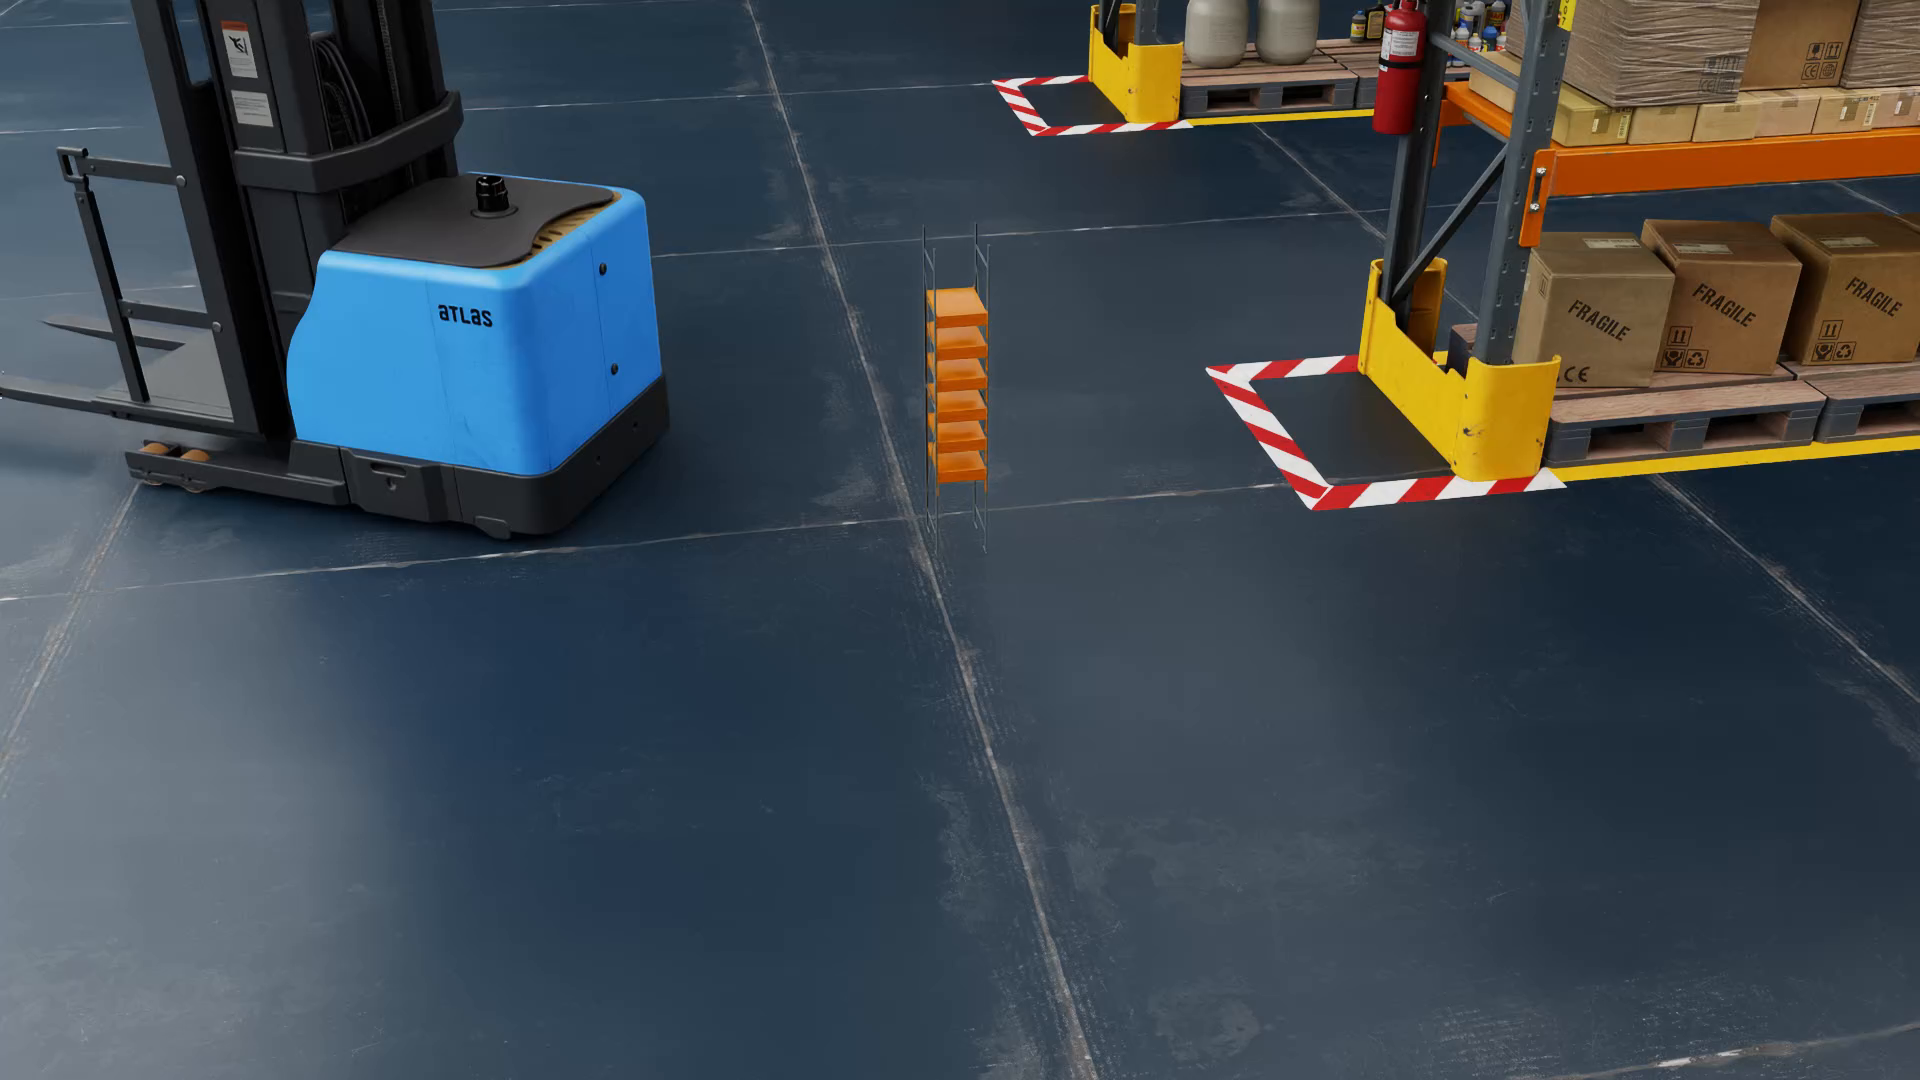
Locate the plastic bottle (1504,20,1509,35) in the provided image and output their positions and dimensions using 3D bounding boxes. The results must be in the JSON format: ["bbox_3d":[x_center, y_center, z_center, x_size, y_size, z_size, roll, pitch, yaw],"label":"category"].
[{"bbox_3d":[3.796,-3.408,11.340,0.135,0.276,0.152,-5,31,-8],"label":"plastic bottle"}]

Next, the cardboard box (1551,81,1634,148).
[{"bbox_3d":[2.326,-1.619,6.292,0.250,0.149,0.380,-5,31,-9],"label":"cardboard box"}]

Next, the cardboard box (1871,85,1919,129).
[{"bbox_3d":[3.554,-1.737,6.492,0.250,0.149,0.380,-5,31,-9],"label":"cardboard box"}]

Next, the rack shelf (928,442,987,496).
[{"bbox_3d":[-0.014,-0.271,6.088,0.180,0.103,0.258,-5,31,-9],"label":"rack shelf"}]

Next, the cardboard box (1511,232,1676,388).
[{"bbox_3d":[2.620,-0.972,6.996,0.500,0.500,0.500,0,30,0],"label":"cardboard box"}]

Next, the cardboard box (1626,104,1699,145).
[{"bbox_3d":[2.575,-1.632,6.315,0.250,0.149,0.380,-5,31,-9],"label":"cardboard box"}]

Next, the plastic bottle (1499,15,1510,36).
[{"bbox_3d":[3.777,-3.464,11.428,0.133,0.283,0.061,-5,31,-9],"label":"plastic bottle"}]

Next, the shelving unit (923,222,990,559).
[{"bbox_3d":[-0.014,-0.516,5.944,0.189,1.200,0.258,-5,31,-9],"label":"shelving unit"}]

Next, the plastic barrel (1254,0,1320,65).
[{"bbox_3d":[2.237,-3.542,11.355,0.421,0.512,0.421,0,30,0],"label":"plastic barrel"}]

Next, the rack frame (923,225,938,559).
[{"bbox_3d":[-0.104,-0.508,5.929,0.006,1.200,0.240,-5,31,-9],"label":"rack frame"}]

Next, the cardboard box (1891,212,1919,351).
[{"bbox_3d":[4.378,-1.120,7.248,0.500,0.500,0.500,-8,31,-13],"label":"cardboard box"}]

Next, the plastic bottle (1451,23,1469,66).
[{"bbox_3d":[3.385,-3.354,11.252,0.097,0.271,0.097,0,30,0],"label":"plastic bottle"}]

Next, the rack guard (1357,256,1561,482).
[{"bbox_3d":[2.077,-0.750,7.032,0.348,0.500,1.175,-5,31,-9],"label":"rack guard"}]

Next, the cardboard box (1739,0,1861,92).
[{"bbox_3d":[3.019,-2.134,6.527,0.500,0.500,0.875,-5,31,-9],"label":"cardboard box"}]

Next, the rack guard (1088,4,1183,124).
[{"bbox_3d":[1.177,-3.243,11.271,0.348,0.500,1.175,-5,31,-9],"label":"rack guard"}]

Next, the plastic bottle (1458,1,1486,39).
[{"bbox_3d":[3.624,-3.676,11.795,0.135,0.276,0.152,-5,31,-9],"label":"plastic bottle"}]

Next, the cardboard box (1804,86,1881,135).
[{"bbox_3d":[3.313,-1.700,6.430,0.250,0.149,0.380,-5,31,-9],"label":"cardboard box"}]

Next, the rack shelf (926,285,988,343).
[{"bbox_3d":[-0.014,-0.788,5.784,0.180,0.103,0.258,-5,31,-9],"label":"rack shelf"}]

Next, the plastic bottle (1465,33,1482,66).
[{"bbox_3d":[3.483,-3.333,11.285,0.097,0.201,0.097,0,30,0],"label":"plastic bottle"}]

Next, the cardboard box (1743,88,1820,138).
[{"bbox_3d":[3.066,-1.681,6.397,0.250,0.149,0.380,-5,31,-9],"label":"cardboard box"}]

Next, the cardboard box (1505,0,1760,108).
[{"bbox_3d":[2.548,-2.028,6.348,0.500,0.500,0.875,-5,31,-9],"label":"cardboard box"}]

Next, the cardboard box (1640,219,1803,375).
[{"bbox_3d":[3.202,-1.044,7.118,0.500,0.500,0.500,2,31,4],"label":"cardboard box"}]

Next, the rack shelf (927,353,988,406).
[{"bbox_3d":[-0.014,-0.581,5.905,0.180,0.103,0.258,-5,31,-9],"label":"rack shelf"}]

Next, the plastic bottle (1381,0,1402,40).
[{"bbox_3d":[3.091,-3.701,11.838,0.135,0.276,0.152,-5,31,-9],"label":"plastic bottle"}]

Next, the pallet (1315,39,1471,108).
[{"bbox_3d":[3.174,-3.299,11.653,1.213,0.211,1.003,-5,31,-9],"label":"pallet"}]

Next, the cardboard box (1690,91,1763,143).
[{"bbox_3d":[2.824,-1.648,6.341,0.250,0.149,0.380,-5,31,-9],"label":"cardboard box"}]

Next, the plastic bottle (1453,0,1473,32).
[{"bbox_3d":[3.572,-3.780,11.898,0.185,0.351,0.144,-6,31,-9],"label":"plastic bottle"}]

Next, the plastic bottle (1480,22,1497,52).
[{"bbox_3d":[3.585,-3.372,11.284,0.097,0.271,0.097,0,30,0],"label":"plastic bottle"}]

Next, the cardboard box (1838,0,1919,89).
[{"bbox_3d":[3.518,-2.158,6.568,0.500,0.500,0.875,-5,31,-9],"label":"cardboard box"}]

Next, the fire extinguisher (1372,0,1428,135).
[{"bbox_3d":[1.807,-2.006,6.779,0.183,0.674,0.296,-5,31,-9],"label":"fire extinguisher"}]

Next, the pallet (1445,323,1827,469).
[{"bbox_3d":[2.883,-0.682,7.201,1.213,0.211,1.003,-5,31,-9],"label":"pallet"}]

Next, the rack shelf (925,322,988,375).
[{"bbox_3d":[-0.014,-0.684,5.844,0.180,0.103,0.258,-5,31,-9],"label":"rack shelf"}]

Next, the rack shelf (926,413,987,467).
[{"bbox_3d":[-0.014,-0.374,6.027,0.180,0.103,0.258,-5,31,-9],"label":"rack shelf"}]

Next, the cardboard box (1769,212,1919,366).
[{"bbox_3d":[3.821,-1.092,7.199,0.500,0.500,0.500,-3,31,-4],"label":"cardboard box"}]

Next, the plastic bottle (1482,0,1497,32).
[{"bbox_3d":[3.821,-3.795,11.991,0.133,0.283,0.061,-4,31,-7],"label":"plastic bottle"}]

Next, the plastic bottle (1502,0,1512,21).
[{"bbox_3d":[3.991,-3.819,11.964,0.185,0.351,0.144,-7,31,-11],"label":"plastic bottle"}]

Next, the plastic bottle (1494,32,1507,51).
[{"bbox_3d":[3.685,-3.351,11.317,0.097,0.201,0.097,0,30,0],"label":"plastic bottle"}]

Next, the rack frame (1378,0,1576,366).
[{"bbox_3d":[2.002,-1.820,6.386,0.127,3.000,1.000,-5,31,-9],"label":"rack frame"}]

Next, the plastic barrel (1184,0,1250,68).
[{"bbox_3d":[1.744,-3.496,11.277,0.421,0.512,0.421,0,30,0],"label":"plastic barrel"}]

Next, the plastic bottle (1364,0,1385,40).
[{"bbox_3d":[2.950,-3.714,11.854,0.133,0.283,0.061,-5,31,-8],"label":"plastic bottle"}]

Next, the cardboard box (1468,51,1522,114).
[{"bbox_3d":[2.246,-1.841,6.669,0.250,0.149,0.380,-5,31,-9],"label":"cardboard box"}]

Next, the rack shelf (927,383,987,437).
[{"bbox_3d":[-0.014,-0.478,5.966,0.180,0.103,0.258,-5,31,-9],"label":"rack shelf"}]

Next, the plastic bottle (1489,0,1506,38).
[{"bbox_3d":[3.853,-3.752,11.930,0.097,0.271,0.097,0,30,0],"label":"plastic bottle"}]

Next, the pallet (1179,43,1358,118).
[{"bbox_3d":[1.977,-3.190,11.466,1.213,0.211,1.003,-5,31,-9],"label":"pallet"}]

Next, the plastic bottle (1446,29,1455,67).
[{"bbox_3d":[3.287,-3.345,11.237,0.097,0.271,0.097,0,30,0],"label":"plastic bottle"}]

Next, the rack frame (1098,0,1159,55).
[{"bbox_3d":[1.110,-4.290,10.586,0.127,3.000,1.000,-5,31,-9],"label":"rack frame"}]

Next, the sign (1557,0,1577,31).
[{"bbox_3d":[2.100,-1.923,5.707,0.005,0.325,0.100,-5,31,-9],"label":"sign"}]

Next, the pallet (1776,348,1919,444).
[{"bbox_3d":[4.080,-0.791,7.388,1.213,0.211,1.003,-5,31,-9],"label":"pallet"}]

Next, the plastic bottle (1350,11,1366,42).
[{"bbox_3d":[2.838,-3.659,11.841,0.097,0.201,0.097,0,30,0],"label":"plastic bottle"}]

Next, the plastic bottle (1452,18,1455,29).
[{"bbox_3d":[3.454,-3.642,11.812,0.097,0.201,0.097,0,30,0],"label":"plastic bottle"}]

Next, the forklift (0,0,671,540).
[{"bbox_3d":[-2.779,-1.693,6.237,3.031,2.935,1.130,9,32,15],"label":"forklift"}]

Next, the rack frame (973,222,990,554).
[{"bbox_3d":[0.076,-0.524,5.958,0.006,1.200,0.240,-5,31,-9],"label":"rack frame"}]

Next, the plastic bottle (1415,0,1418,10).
[{"bbox_3d":[3.227,-3.713,11.859,0.135,0.276,0.152,-6,31,-10],"label":"plastic bottle"}]

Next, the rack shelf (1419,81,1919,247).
[{"bbox_3d":[3.970,-1.693,6.879,4.000,0.370,1.077,-5,31,-9],"label":"rack shelf"}]
